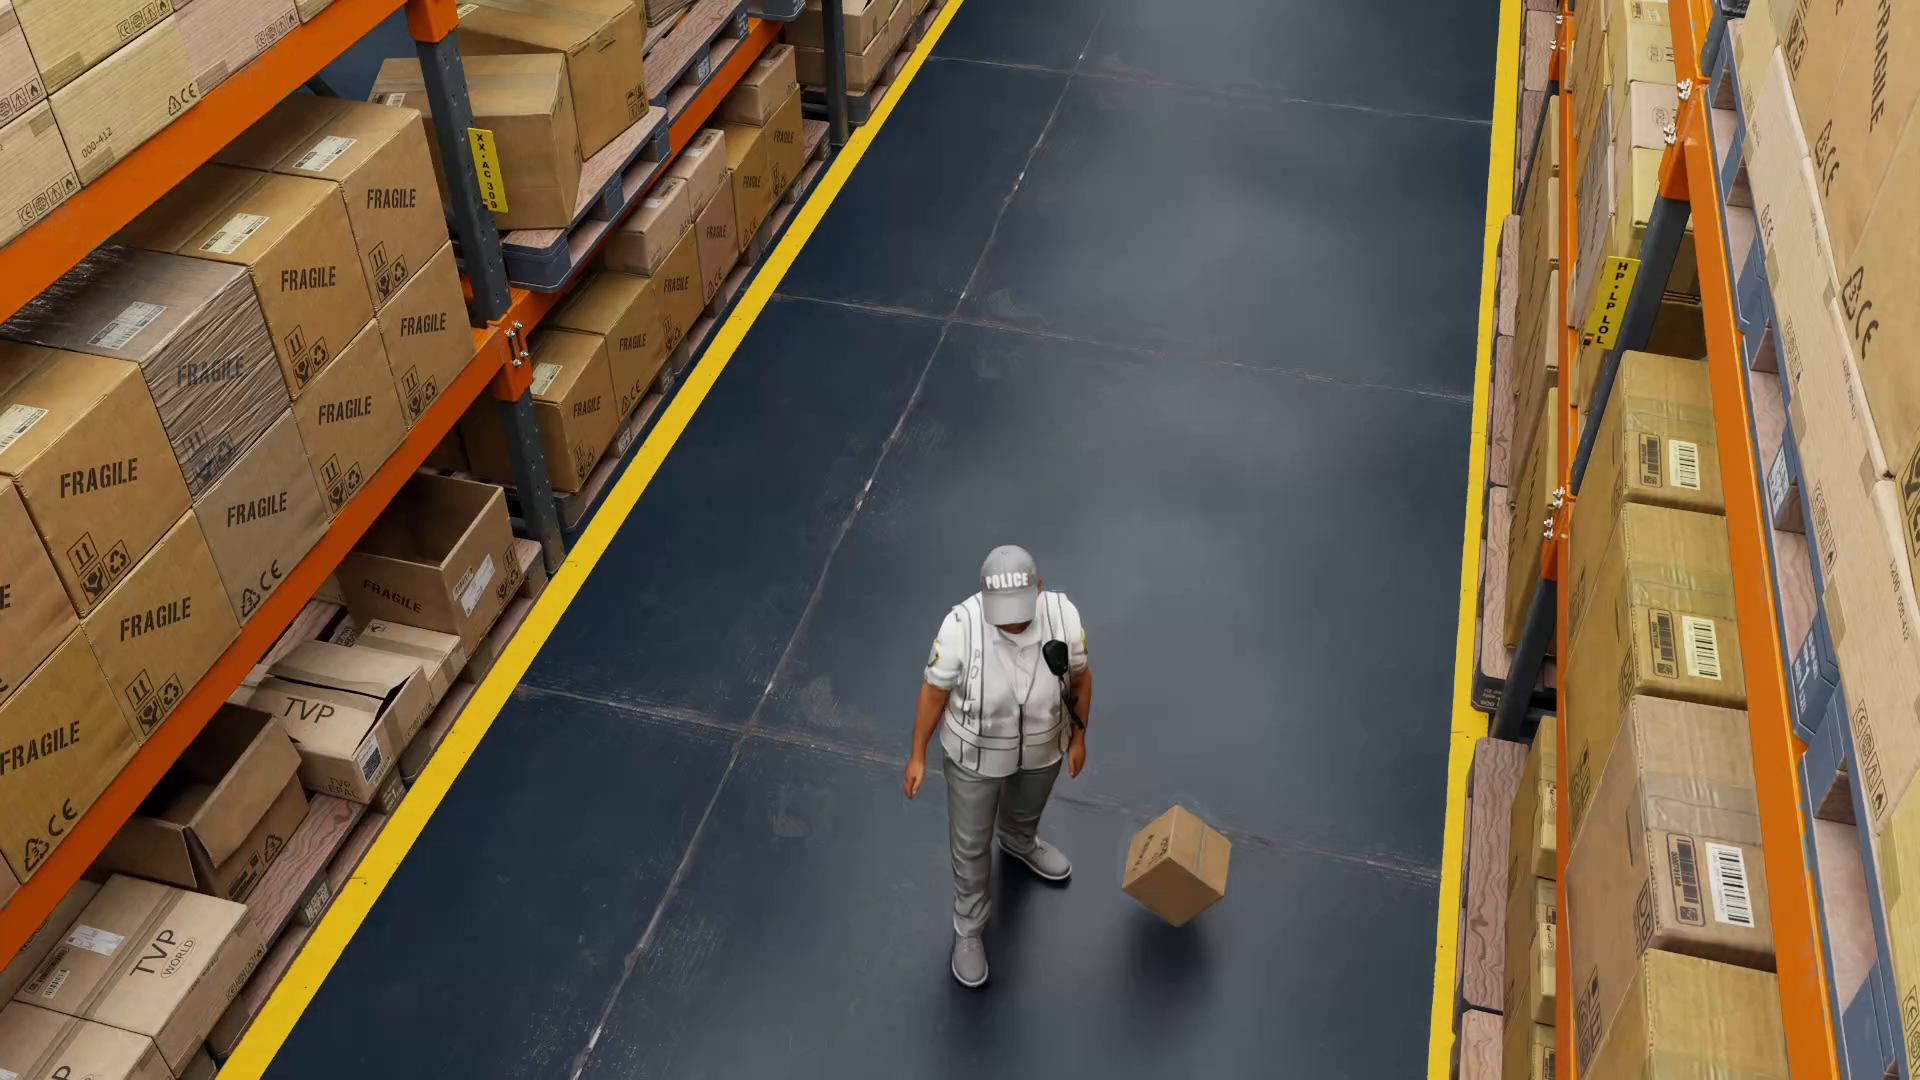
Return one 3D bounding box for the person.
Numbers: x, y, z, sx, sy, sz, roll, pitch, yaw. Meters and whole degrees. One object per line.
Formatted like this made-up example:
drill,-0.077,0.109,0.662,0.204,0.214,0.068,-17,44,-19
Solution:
person,0.124,0.690,5.349,0.629,1.651,0.616,-10,42,-11
